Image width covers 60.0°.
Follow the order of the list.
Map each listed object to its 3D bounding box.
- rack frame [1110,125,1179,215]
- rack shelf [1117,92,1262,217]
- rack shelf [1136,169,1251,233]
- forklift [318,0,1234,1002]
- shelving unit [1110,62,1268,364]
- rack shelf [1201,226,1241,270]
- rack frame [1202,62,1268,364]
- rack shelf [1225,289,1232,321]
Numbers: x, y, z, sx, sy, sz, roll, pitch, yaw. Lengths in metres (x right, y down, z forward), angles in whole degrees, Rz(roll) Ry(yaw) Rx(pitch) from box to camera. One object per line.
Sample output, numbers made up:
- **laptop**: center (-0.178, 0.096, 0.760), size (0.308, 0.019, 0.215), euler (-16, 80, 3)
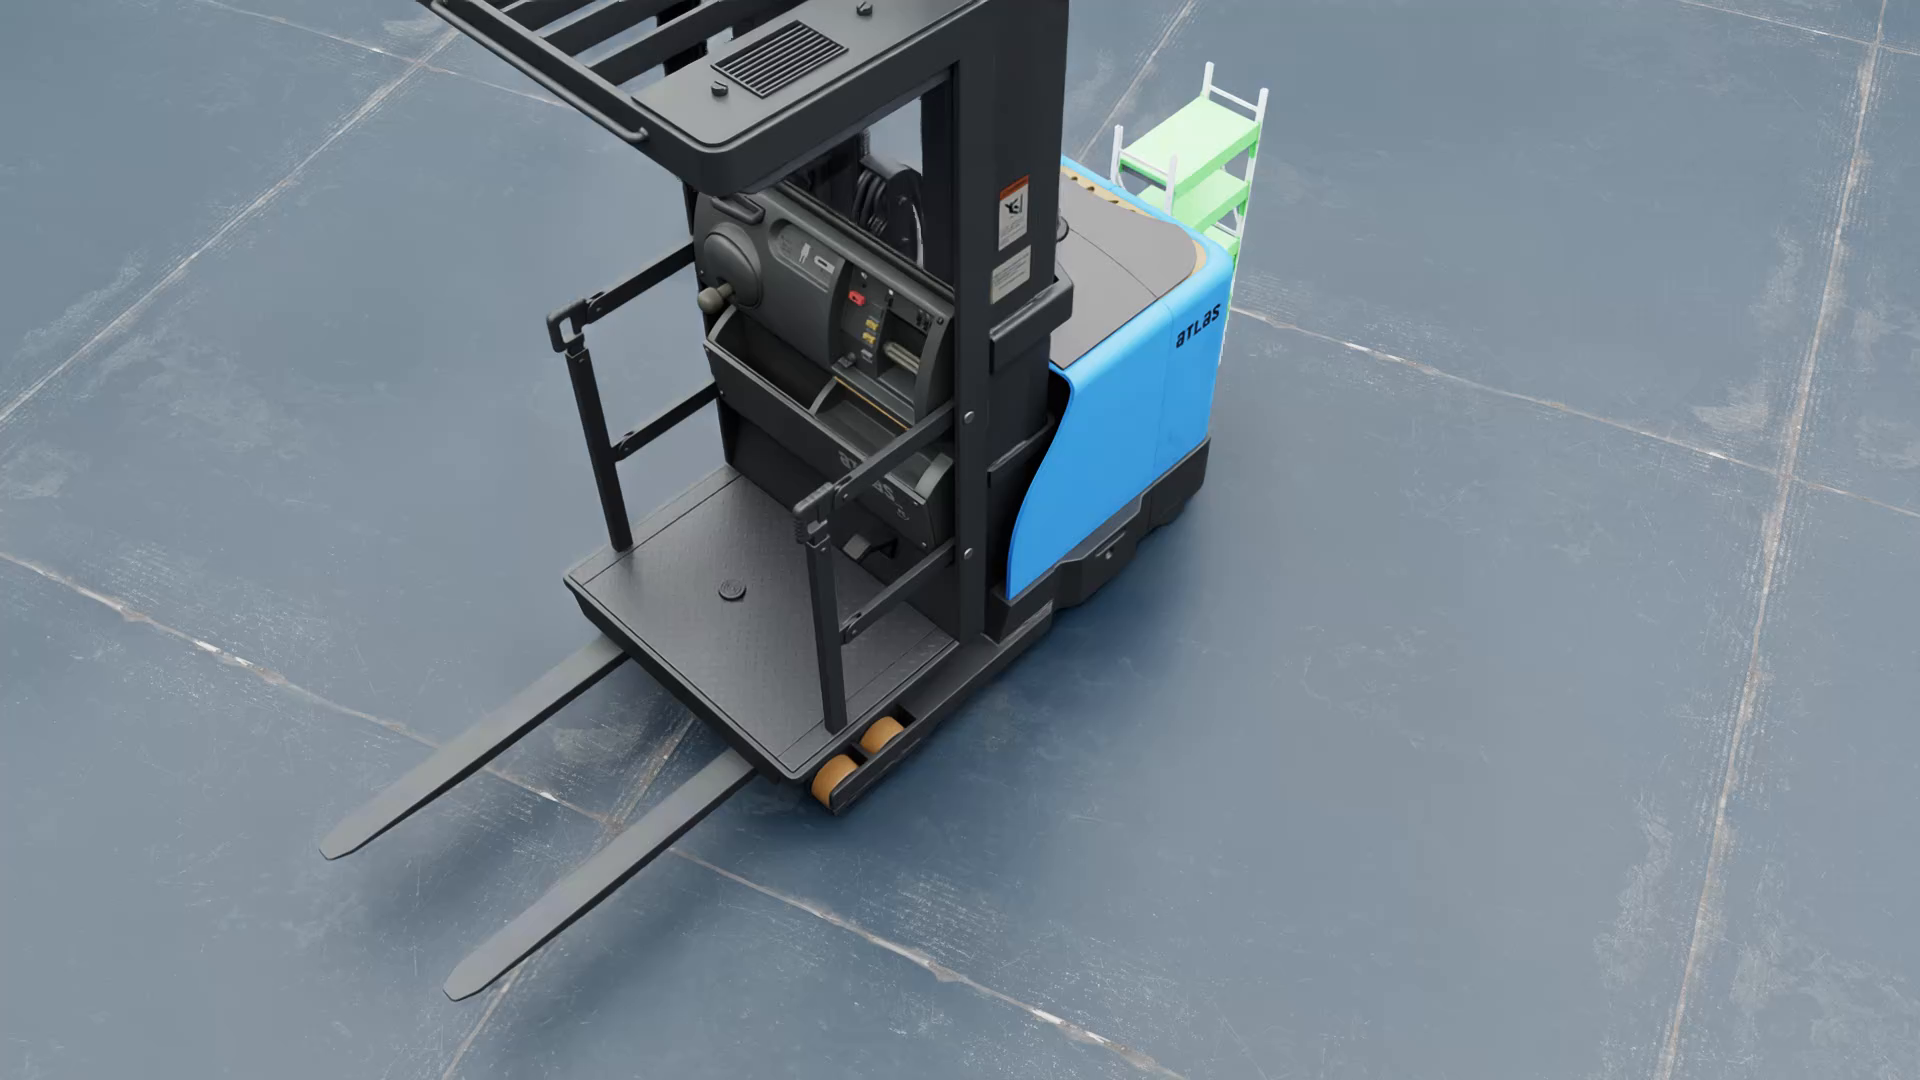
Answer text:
- **rack frame**: center (0.578, -0.858, 5.678), size (0.240, 1.200, 0.015), euler (34, 56, 26)
- **rack shelf**: center (0.747, -1.268, 5.487), size (0.258, 0.148, 0.480), euler (34, 56, 26)
- **rack shelf**: center (0.743, -1.109, 5.668), size (0.258, 0.148, 0.480), euler (34, 56, 26)
- **forklift**: center (-0.528, -0.582, 4.321), size (1.130, 2.935, 3.031), euler (36, 59, 27)
- **shelving unit**: center (0.741, -0.993, 5.800), size (0.258, 1.200, 0.503), euler (34, 56, 26)
- **rack shelf**: center (0.740, -0.951, 5.848), size (0.258, 0.148, 0.480), euler (34, 56, 26)
- **rack frame**: center (0.903, -1.128, 5.922), size (0.240, 1.200, 0.015), euler (34, 56, 26)
- **rack shelf**: center (0.736, -0.792, 6.028), size (0.258, 0.148, 0.480), euler (34, 56, 26)
